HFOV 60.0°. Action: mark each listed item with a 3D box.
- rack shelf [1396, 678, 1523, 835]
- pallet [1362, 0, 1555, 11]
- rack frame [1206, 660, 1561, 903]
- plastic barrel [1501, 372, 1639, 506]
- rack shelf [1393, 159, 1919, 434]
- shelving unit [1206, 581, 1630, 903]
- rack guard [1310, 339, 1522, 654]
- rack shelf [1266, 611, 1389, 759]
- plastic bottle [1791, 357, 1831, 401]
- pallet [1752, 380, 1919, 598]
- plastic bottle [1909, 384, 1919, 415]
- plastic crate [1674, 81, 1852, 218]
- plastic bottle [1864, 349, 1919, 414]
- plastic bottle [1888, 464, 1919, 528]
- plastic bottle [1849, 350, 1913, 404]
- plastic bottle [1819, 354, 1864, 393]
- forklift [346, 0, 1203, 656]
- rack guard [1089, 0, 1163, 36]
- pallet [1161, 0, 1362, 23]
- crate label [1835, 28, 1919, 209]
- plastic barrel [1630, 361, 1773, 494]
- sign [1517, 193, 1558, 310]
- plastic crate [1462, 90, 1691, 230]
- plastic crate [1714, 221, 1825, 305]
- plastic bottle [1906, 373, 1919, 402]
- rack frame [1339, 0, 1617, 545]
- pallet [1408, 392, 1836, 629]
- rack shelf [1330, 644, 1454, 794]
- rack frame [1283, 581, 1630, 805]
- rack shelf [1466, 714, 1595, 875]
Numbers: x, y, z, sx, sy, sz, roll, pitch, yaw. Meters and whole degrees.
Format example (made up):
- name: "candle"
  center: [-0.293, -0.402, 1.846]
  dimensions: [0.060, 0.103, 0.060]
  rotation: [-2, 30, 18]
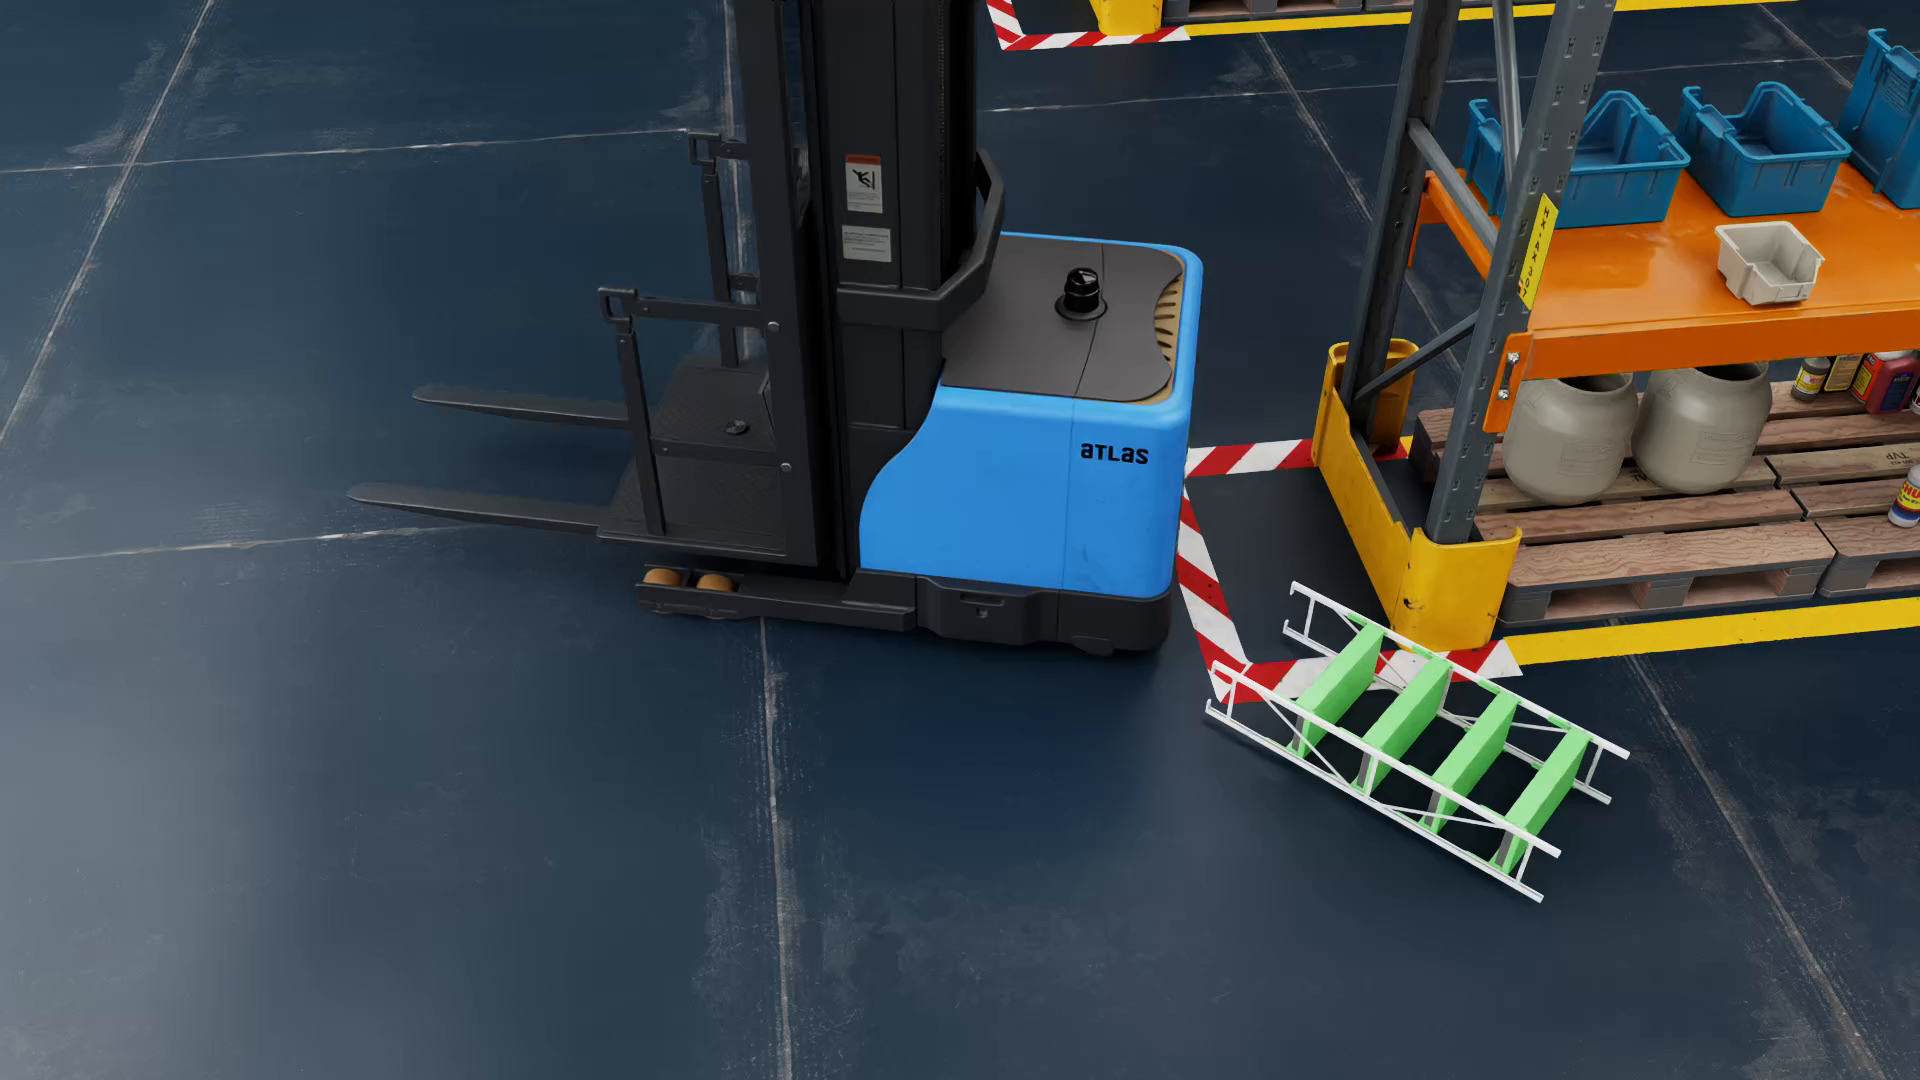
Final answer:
- name: "rack shelf"
  center: [1.579, 0.691, 5.264]
  dimensions: [0.148, 0.258, 0.480]
  rotation: [29, 50, 28]
- name: "pallet"
  center: [2.887, -3.529, 10.005]
  dimensions: [1.213, 0.211, 1.003]
  rotation: [-5, 42, -6]
- name: "rack frame"
  center: [1.288, 0.741, 5.208]
  dimensions: [1.200, 0.240, 0.015]
  rotation: [29, 50, 28]
- name: "plastic barrel"
  center: [2.208, -0.417, 6.016]
  dimensions: [0.421, 0.512, 0.421]
  rotation: [0, 42, 0]
- name: "rack shelf"
  center: [3.549, -0.983, 5.637]
  dimensions: [4.000, 0.370, 1.077]
  rotation: [-5, 42, -6]
- name: "shelving unit"
  center: [1.444, 0.616, 5.348]
  dimensions: [1.200, 0.258, 0.503]
  rotation: [29, 50, 28]
- name: "rack guard"
  center: [1.635, -0.186, 6.083]
  dimensions: [0.348, 0.500, 1.175]
  rotation: [-5, 42, -6]
- name: "rack shelf"
  center: [1.211, 0.485, 5.492]
  dimensions: [0.148, 0.258, 0.480]
  rotation: [29, 50, 28]
- name: "plastic bottle"
  center: [3.330, -0.651, 6.493]
  dimensions: [0.097, 0.201, 0.097]
  rotation: [0, 42, 0]
- name: "pallet"
  center: [3.648, -0.250, 6.369]
  dimensions: [1.213, 0.211, 1.003]
  rotation: [-5, 42, -6]
- name: "plastic bottle"
  center: [3.755, -0.586, 6.421]
  dimensions: [0.097, 0.201, 0.097]
  rotation: [0, 42, 0]
- name: "plastic crate"
  center: [2.668, -1.316, 5.581]
  dimensions: [0.408, 0.251, 0.499]
  rotation: [-5, 42, -6]
- name: "plastic bottle"
  center: [3.597, -0.615, 6.392]
  dimensions: [0.133, 0.283, 0.061]
  rotation: [-5, 42, -6]
- name: "plastic bottle"
  center: [3.404, -0.177, 5.916]
  dimensions: [0.097, 0.271, 0.097]
  rotation: [0, 42, 0]
- name: "plastic bottle"
  center: [3.583, -0.683, 6.473]
  dimensions: [0.135, 0.276, 0.152]
  rotation: [-5, 42, -5]
- name: "plastic bottle"
  center: [3.443, -0.704, 6.491]
  dimensions: [0.133, 0.283, 0.061]
  rotation: [-4, 42, -4]
- name: "forklift"
  center: [-0.706, -1.147, 5.333]
  dimensions: [3.031, 2.935, 1.130]
  rotation: [6, 42, 7]
- name: "rack guard"
  center: [0.903, -3.436, 9.686]
  dimensions: [0.348, 0.500, 1.175]
  rotation: [-5, 42, -6]
- name: "pallet"
  center: [1.680, -3.425, 9.890]
  dimensions: [1.213, 0.211, 1.003]
  rotation: [-5, 42, -6]
- name: "crate label"
  center: [3.355, -1.429, 5.568]
  dimensions: [0.616, 0.435, 0.502]
  rotation: [-5, 42, -6]
- name: "plastic barrel"
  center: [2.705, -0.460, 6.064]
  dimensions: [0.421, 0.512, 0.421]
  rotation: [0, 42, 0]
- name: "sign"
  center: [1.632, -0.814, 4.706]
  dimensions: [0.005, 0.325, 0.100]
  rotation: [-5, 42, -6]
- name: "plastic crate"
  center: [2.023, -1.264, 5.522]
  dimensions: [0.616, 0.251, 0.499]
  rotation: [-5, 42, -6]
- name: "plastic crate"
  center: [2.494, -0.843, 5.142]
  dimensions: [0.250, 0.136, 0.298]
  rotation: [-5, 42, -6]
- name: "plastic bottle"
  center: [3.721, -0.695, 6.486]
  dimensions: [0.135, 0.276, 0.152]
  rotation: [-6, 42, -7]
- name: "rack frame"
  center: [1.565, -1.077, 5.204]
  dimensions: [0.127, 3.000, 1.000]
  rotation: [-5, 42, -6]
- name: "pallet"
  center: [2.441, -0.146, 6.254]
  dimensions: [1.213, 0.211, 1.003]
  rotation: [-5, 42, -6]
- name: "rack shelf"
  center: [1.395, 0.588, 5.378]
  dimensions: [0.148, 0.258, 0.480]
  rotation: [29, 50, 28]
- name: "rack frame"
  center: [1.600, 0.490, 5.487]
  dimensions: [1.200, 0.240, 0.015]
  rotation: [29, 50, 28]
- name: "rack shelf"
  center: [1.764, 0.794, 5.150]
  dimensions: [0.148, 0.258, 0.480]
  rotation: [29, 50, 28]
